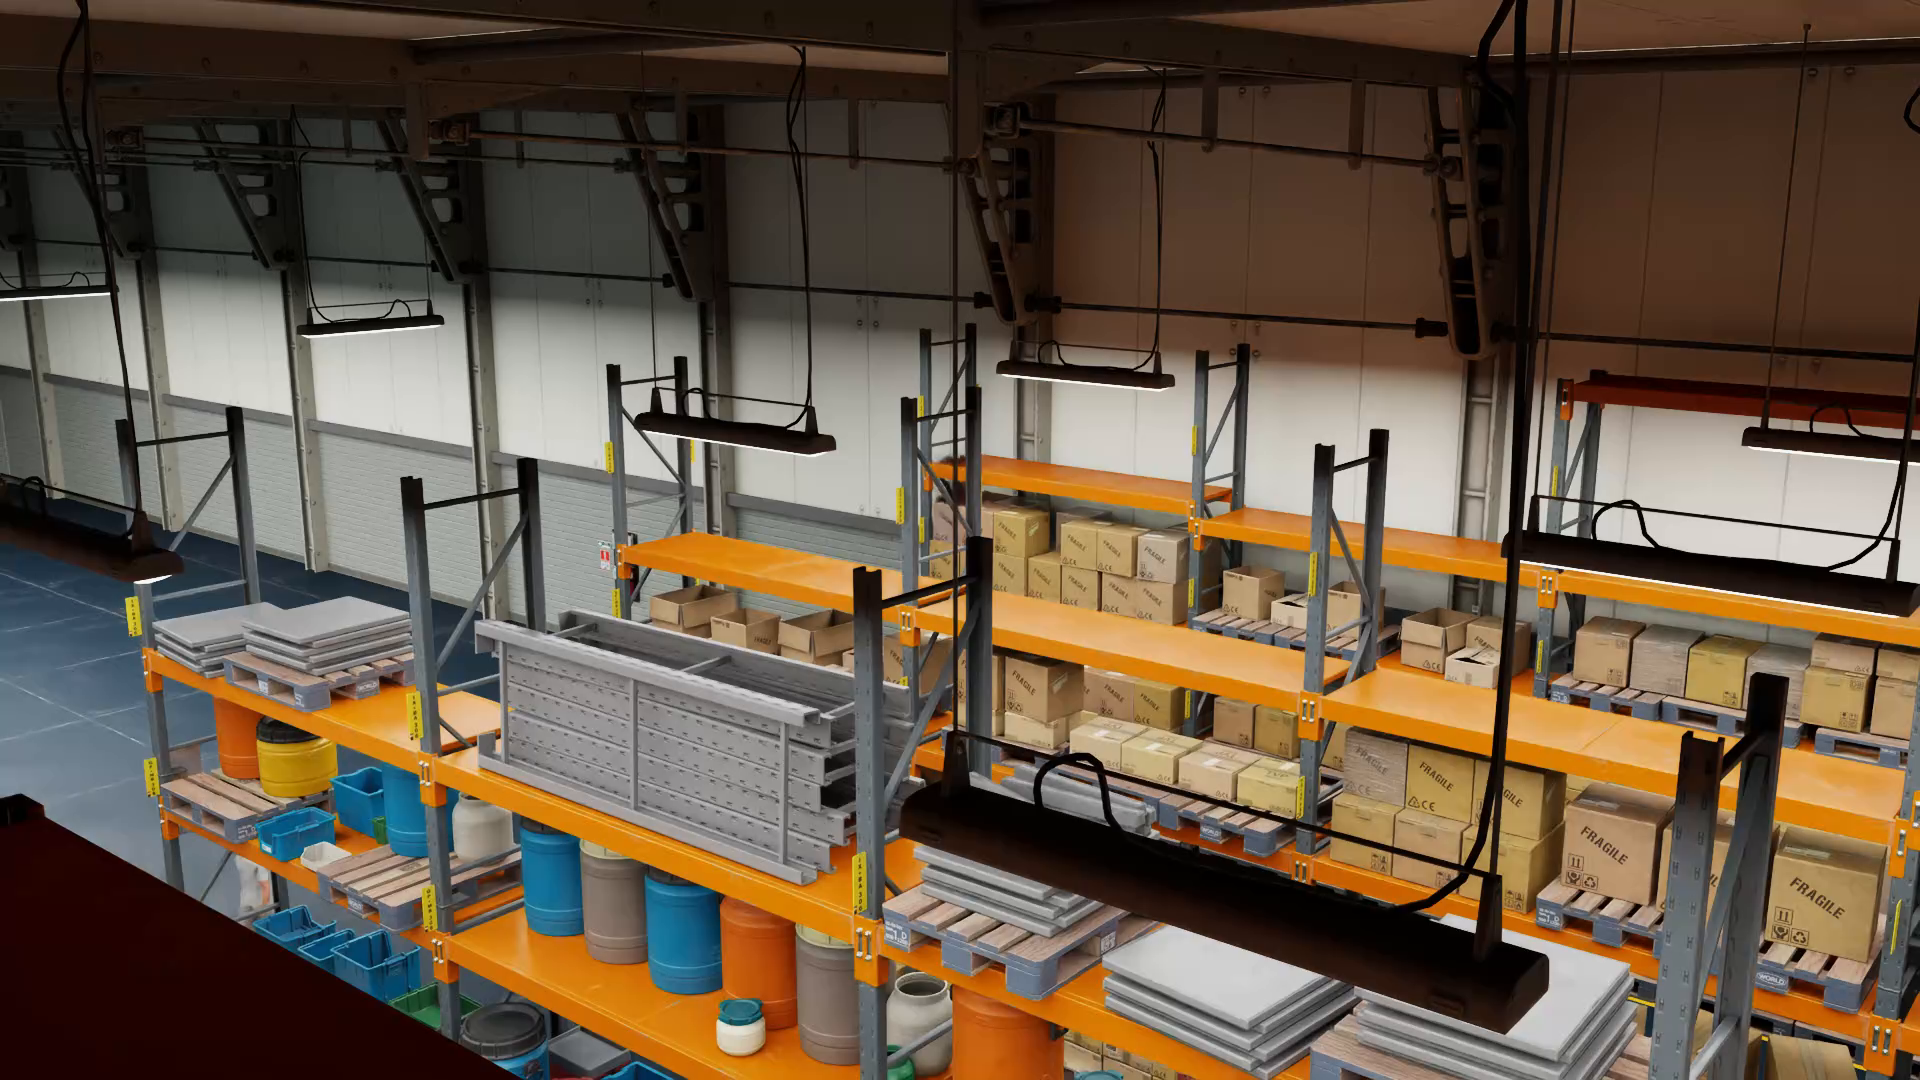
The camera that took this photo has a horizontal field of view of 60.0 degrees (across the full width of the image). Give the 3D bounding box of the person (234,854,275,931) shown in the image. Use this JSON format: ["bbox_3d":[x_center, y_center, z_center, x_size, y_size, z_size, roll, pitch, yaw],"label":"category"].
[{"bbox_3d":[-6.980,3.613,16.551,0.442,1.629,1.023,4,13,16],"label":"person"}]
